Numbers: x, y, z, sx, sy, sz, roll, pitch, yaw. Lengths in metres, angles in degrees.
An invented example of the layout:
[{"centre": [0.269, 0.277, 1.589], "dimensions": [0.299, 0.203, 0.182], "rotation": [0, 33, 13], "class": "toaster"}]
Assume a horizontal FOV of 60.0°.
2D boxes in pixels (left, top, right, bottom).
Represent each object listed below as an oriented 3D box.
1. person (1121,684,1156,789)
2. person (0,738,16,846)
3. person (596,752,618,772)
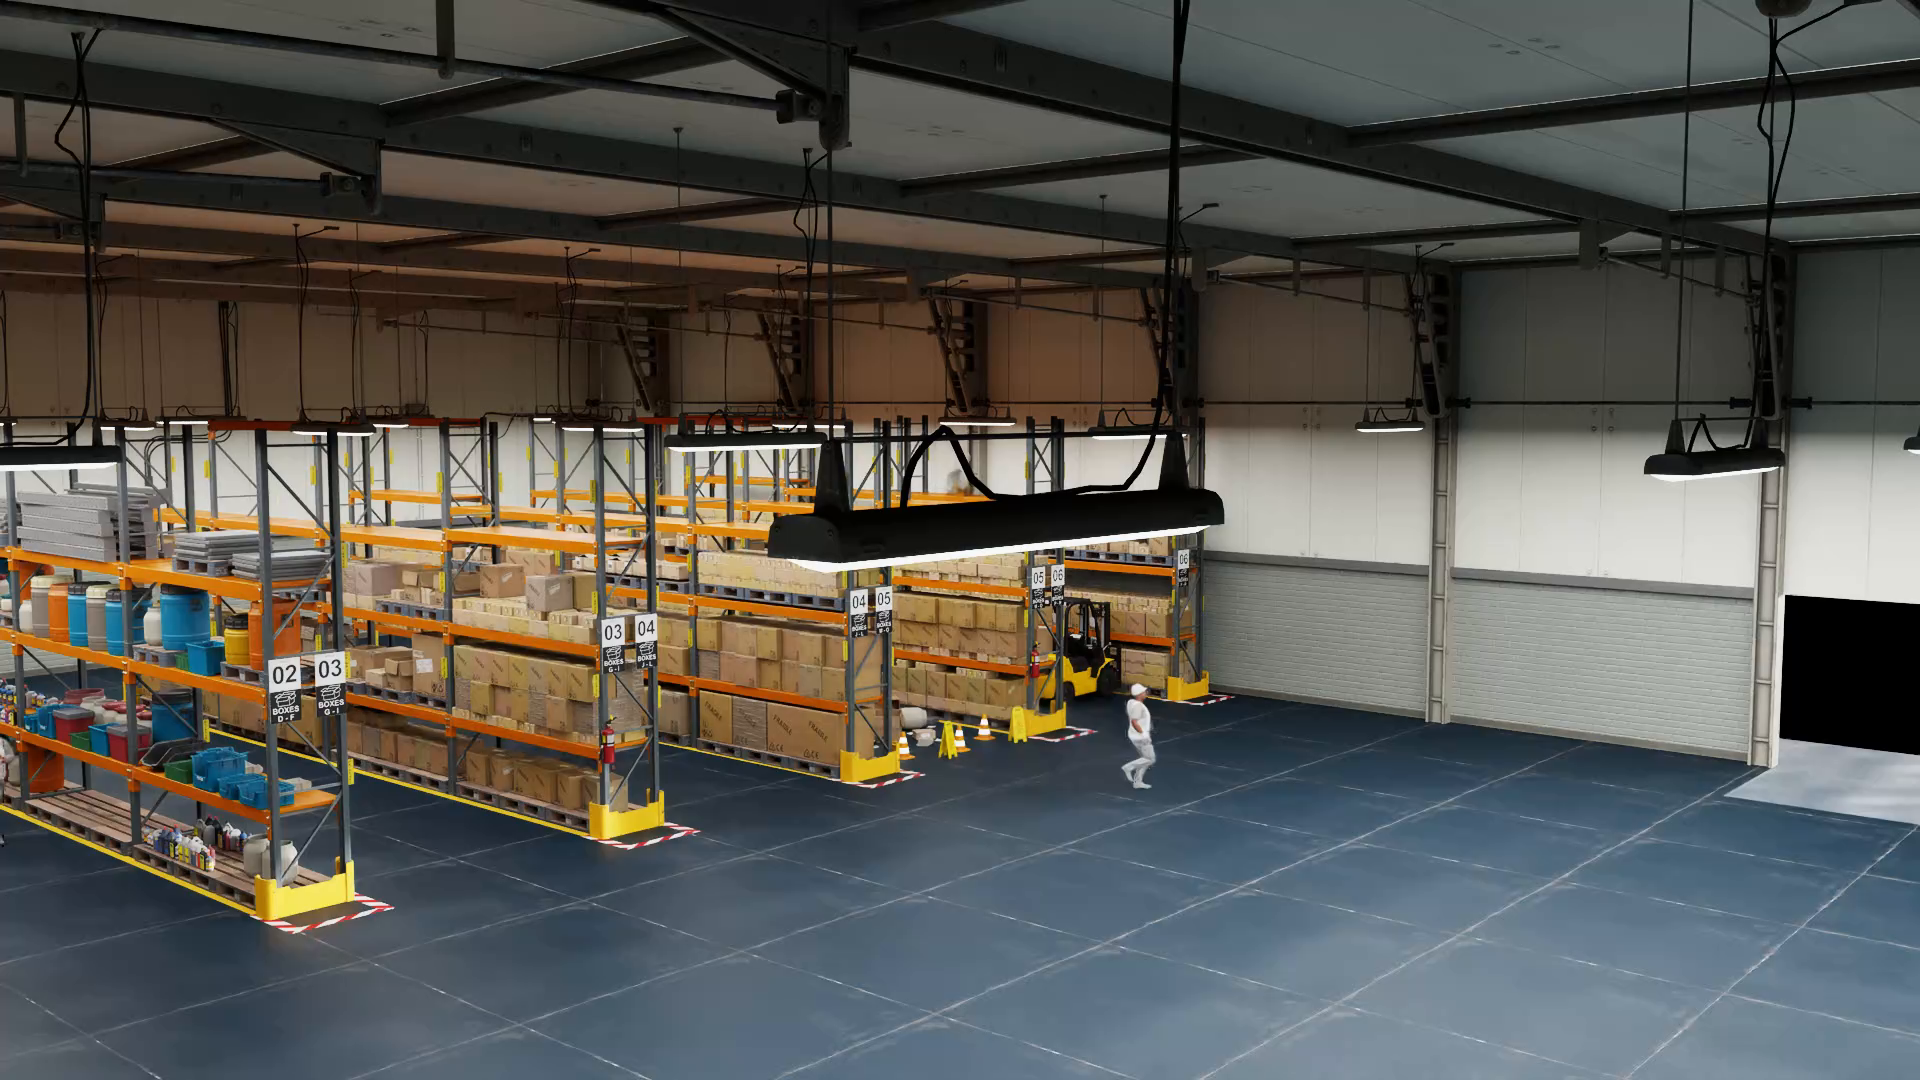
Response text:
[{"centre": [2.912, 3.214, 27.202], "dimensions": [0.595, 1.734, 0.696], "rotation": [0, 5, -6], "class": "person"}, {"centre": [-13.945, 3.431, 23.888], "dimensions": [0.953, 1.779, 0.645], "rotation": [4, 6, 41], "class": "person"}, {"centre": [-6.070, 3.141, 28.760], "dimensions": [0.755, 1.710, 0.589], "rotation": [3, 6, 31], "class": "person"}]
